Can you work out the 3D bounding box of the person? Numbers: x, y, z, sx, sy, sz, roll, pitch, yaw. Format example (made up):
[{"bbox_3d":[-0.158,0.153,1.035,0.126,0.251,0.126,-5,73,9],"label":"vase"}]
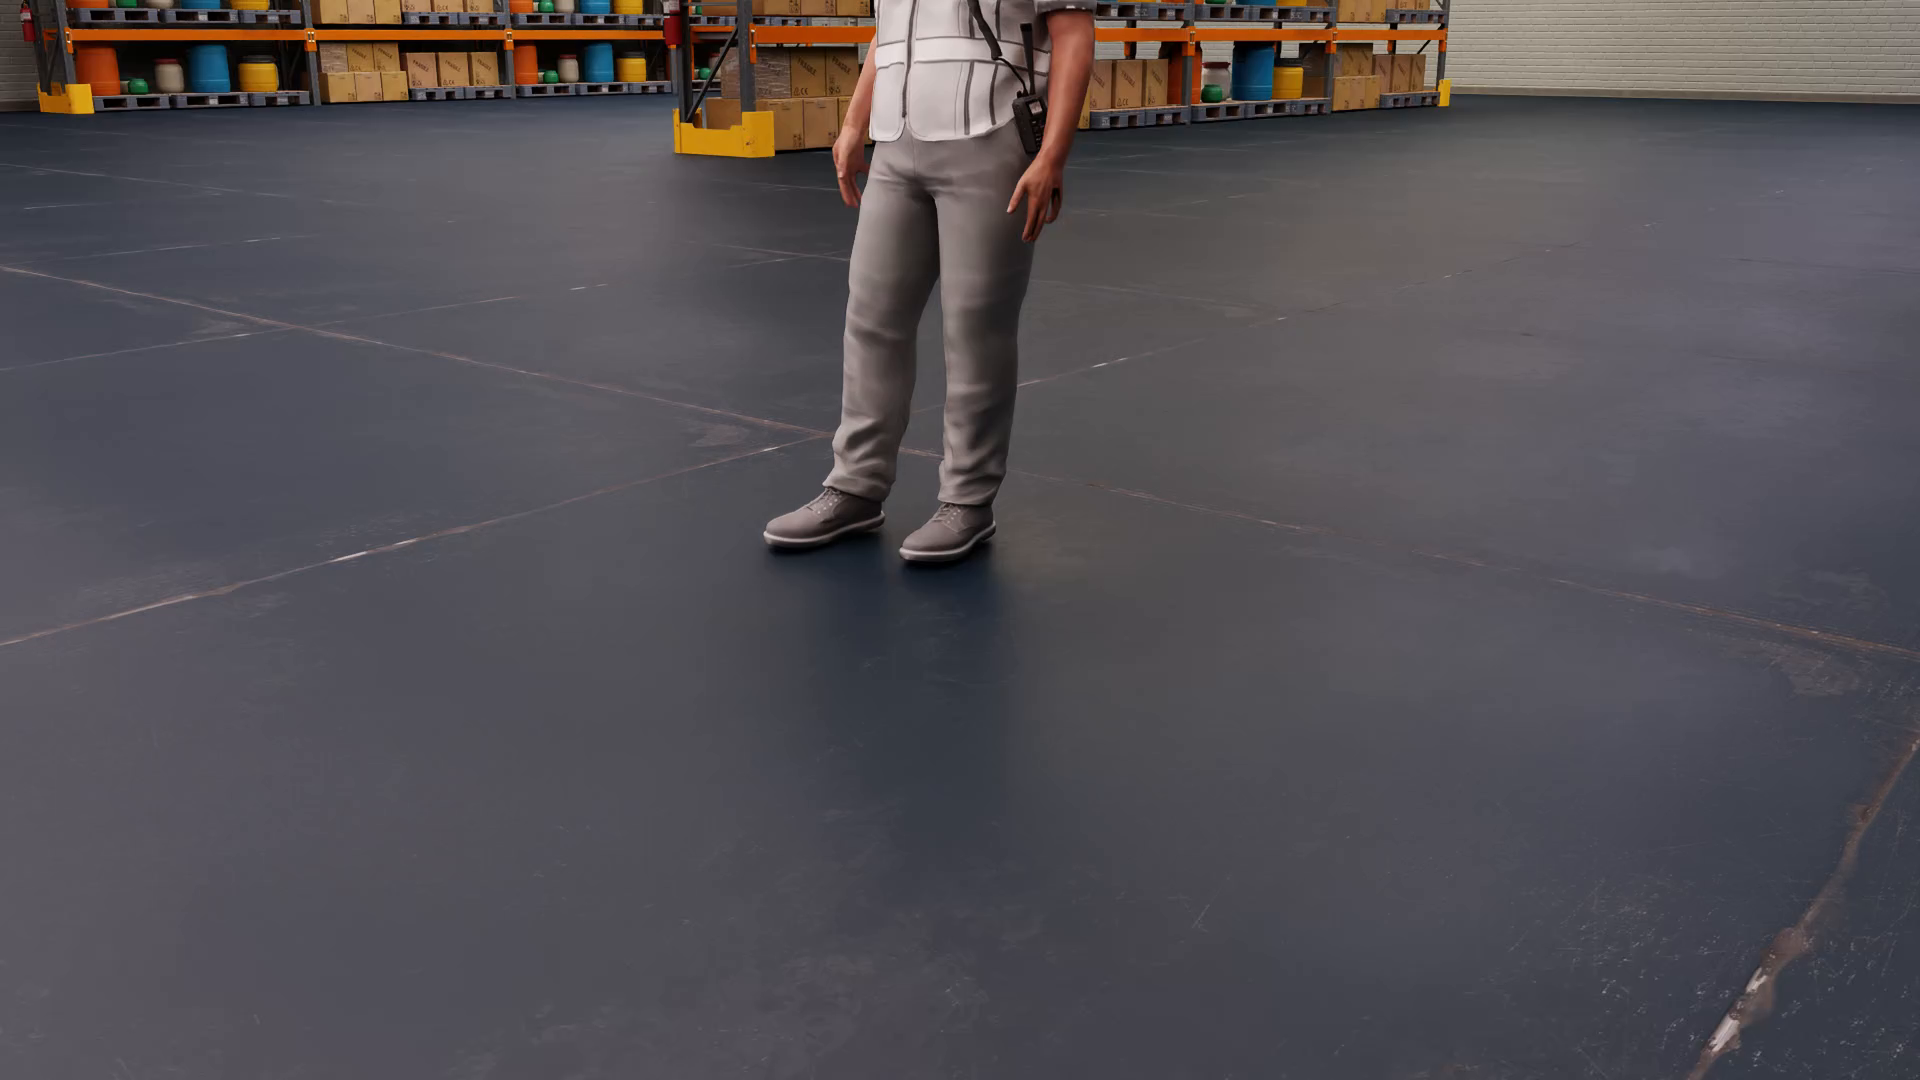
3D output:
[{"bbox_3d":[-0.059,-0.845,3.630,0.641,1.780,0.574,13,21,37],"label":"person"}]
